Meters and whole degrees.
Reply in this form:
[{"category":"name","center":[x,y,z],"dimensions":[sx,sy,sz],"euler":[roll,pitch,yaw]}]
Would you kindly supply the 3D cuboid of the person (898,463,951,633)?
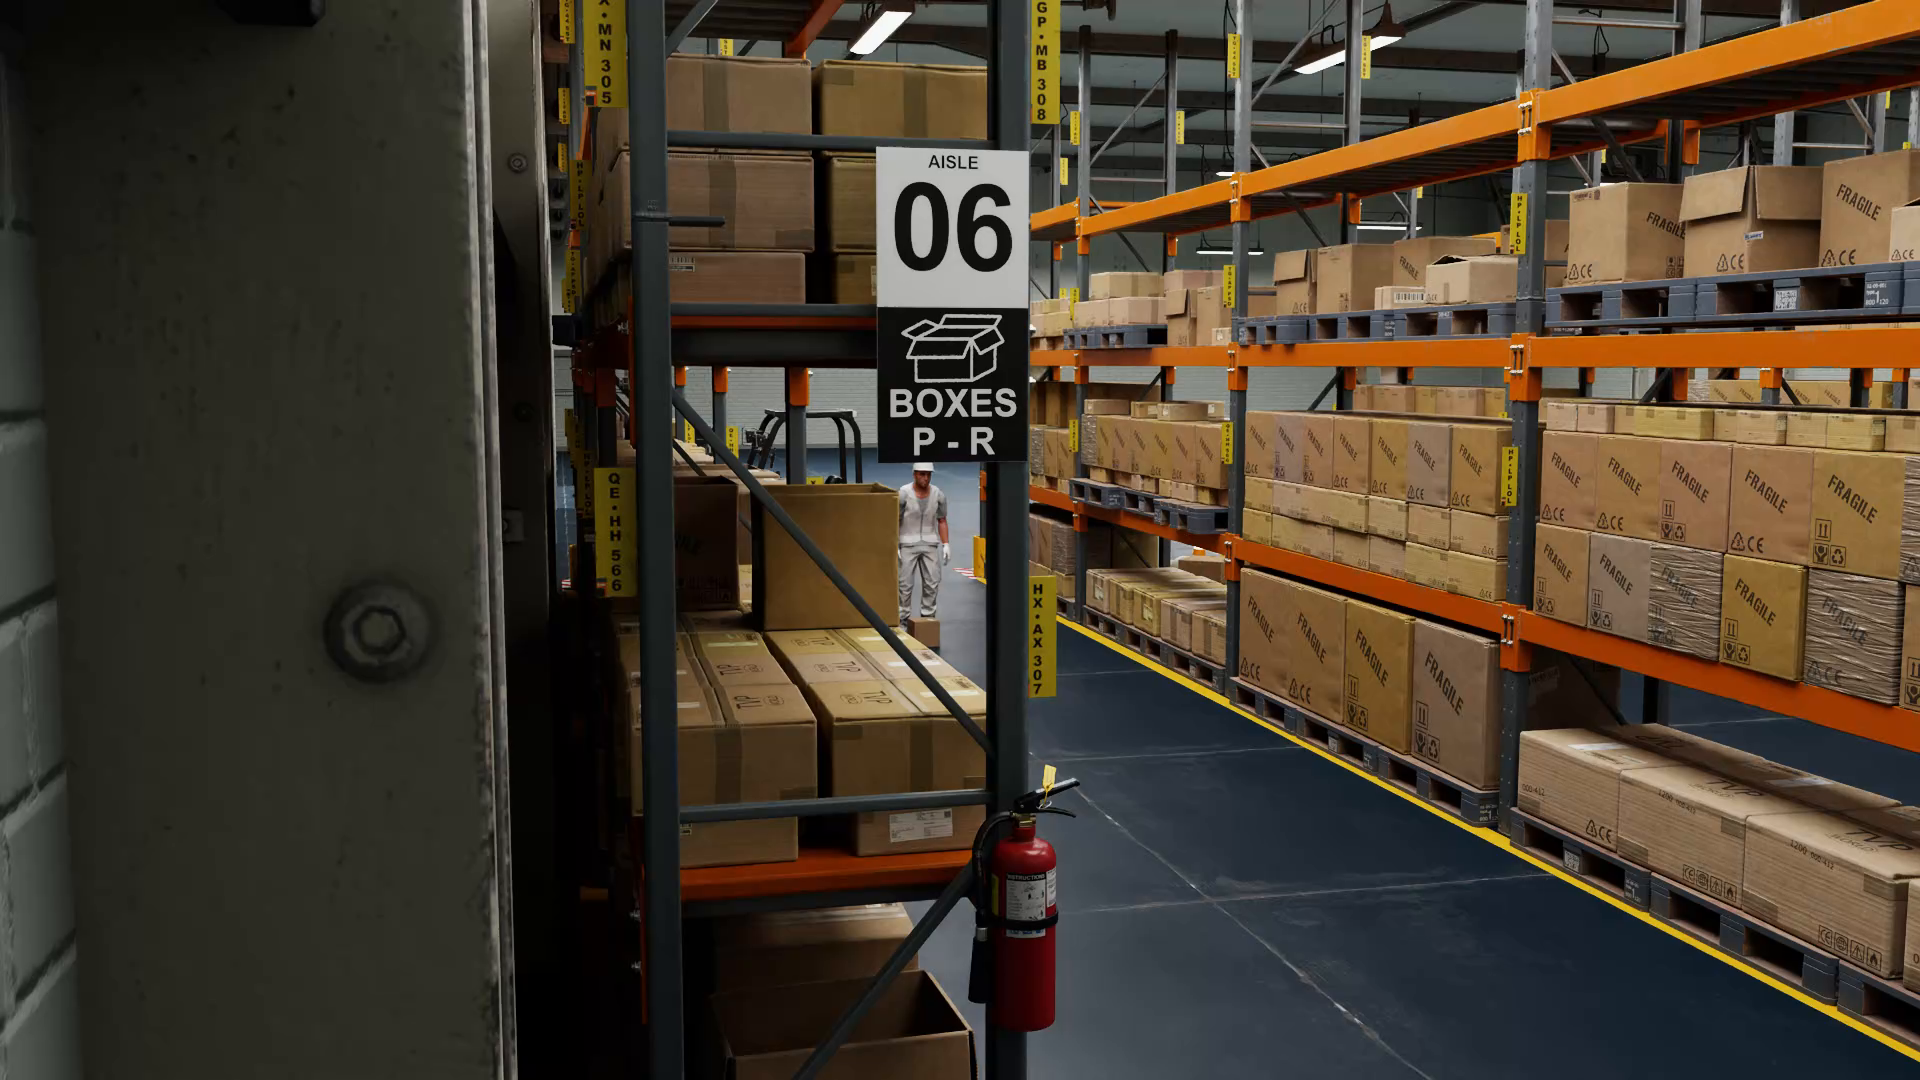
[{"category":"person","center":[-0.390,0.093,15.933],"dimensions":[0.613,1.780,0.446],"euler":[-2,6,-16]}]
